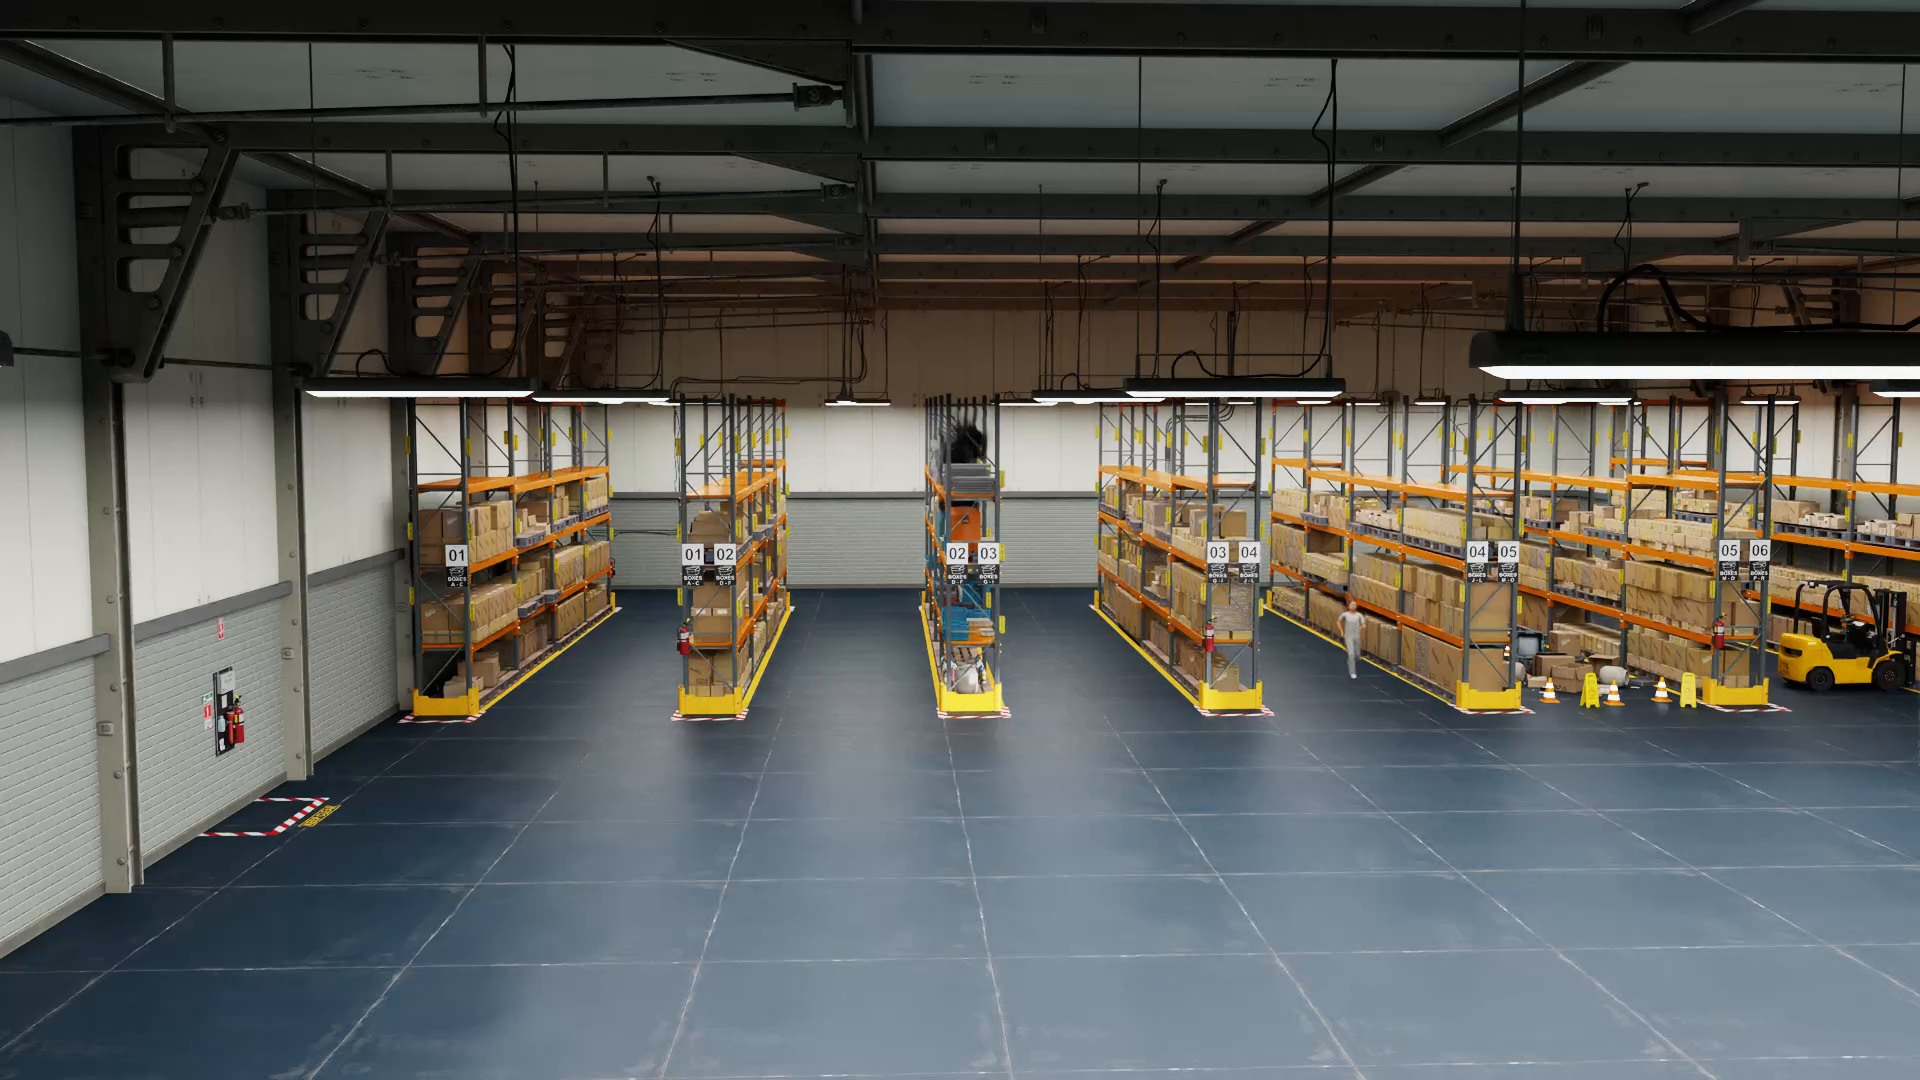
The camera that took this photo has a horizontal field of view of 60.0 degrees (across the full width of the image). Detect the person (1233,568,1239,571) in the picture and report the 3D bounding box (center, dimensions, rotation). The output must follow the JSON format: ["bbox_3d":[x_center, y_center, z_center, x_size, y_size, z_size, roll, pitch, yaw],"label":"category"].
[{"bbox_3d":[7.734,1.243,45.862,0.678,1.761,0.658,1,5,7],"label":"person"}]

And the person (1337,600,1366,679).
[{"bbox_3d":[8.346,2.089,35.431,0.575,1.645,0.914,0,5,-2],"label":"person"}]
